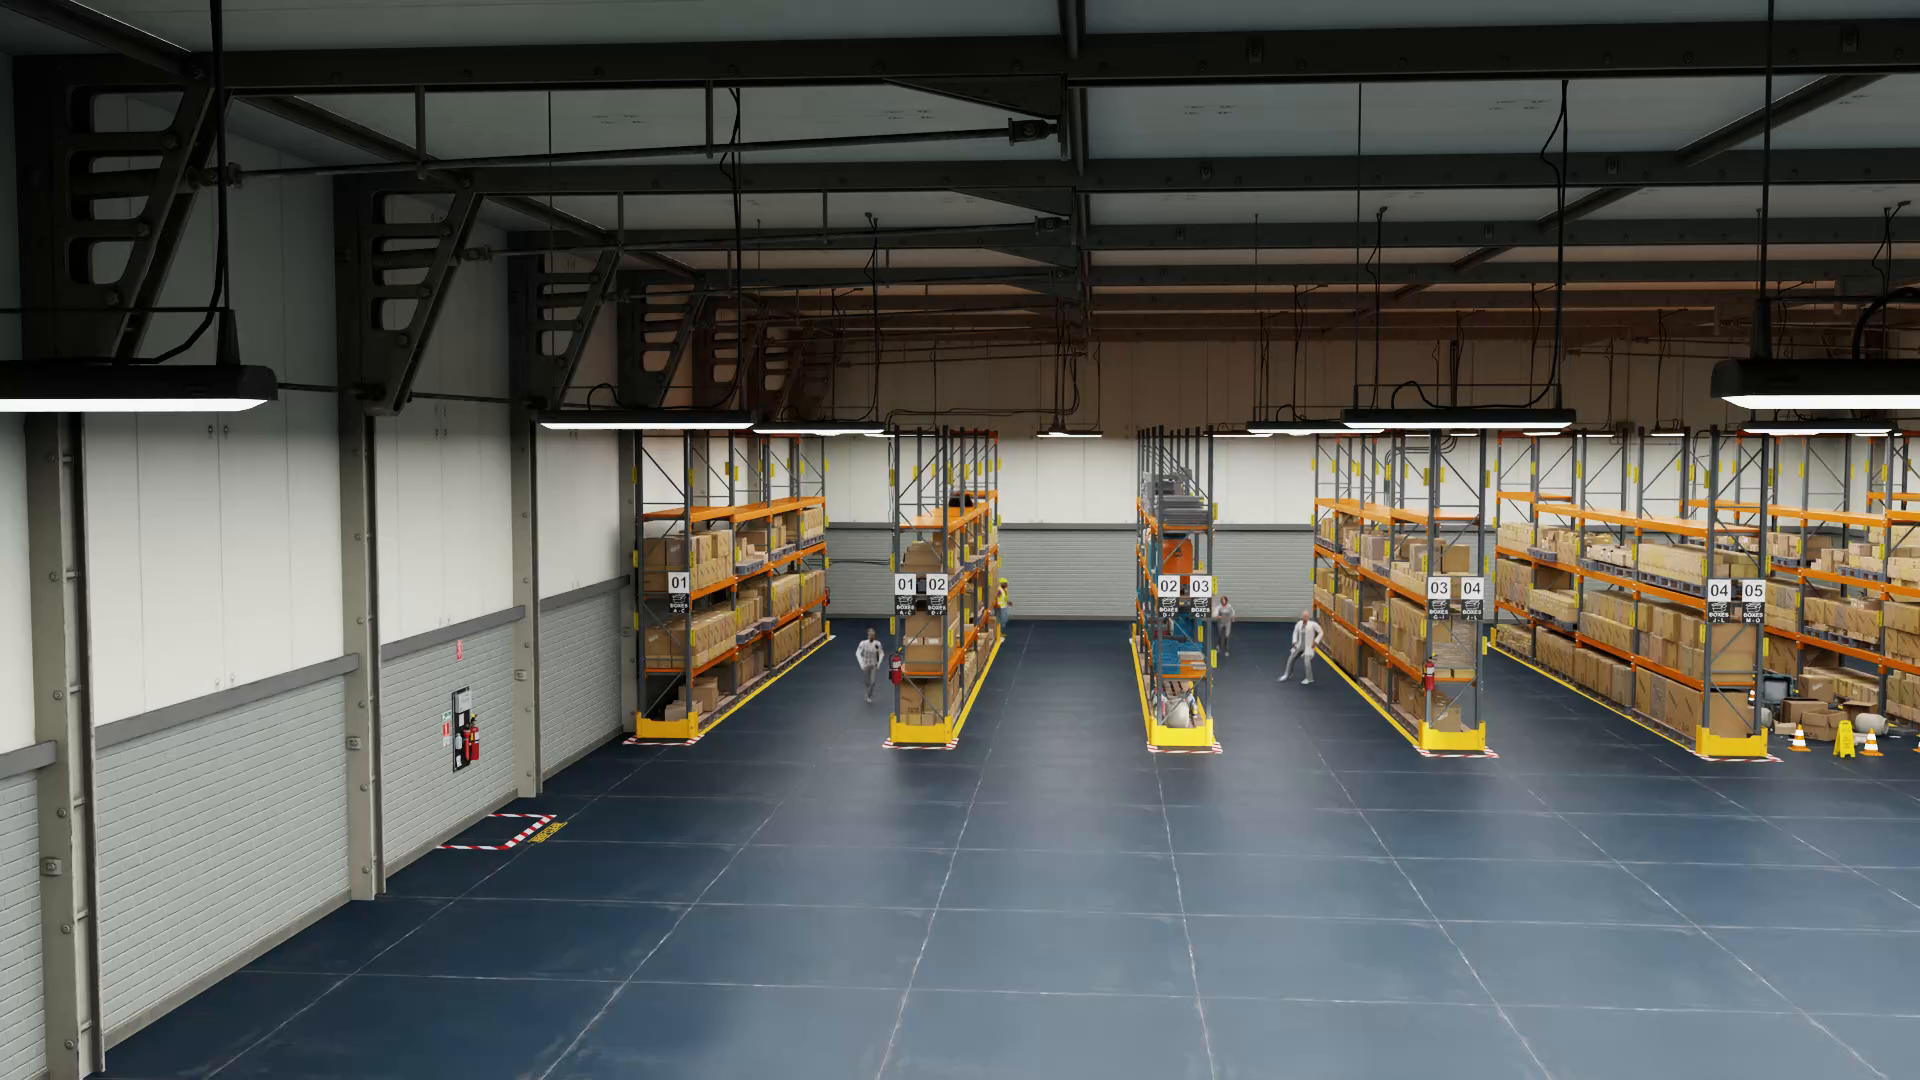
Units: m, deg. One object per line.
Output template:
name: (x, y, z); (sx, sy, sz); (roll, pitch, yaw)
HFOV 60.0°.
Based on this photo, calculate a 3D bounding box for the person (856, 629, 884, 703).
person: (-1.965, 2.729, 36.401); (0.617, 1.633, 0.521); (0, 3, -5)

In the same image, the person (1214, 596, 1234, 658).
person: (6.997, 2.276, 44.057); (0.556, 1.615, 0.879); (0, 3, 3)

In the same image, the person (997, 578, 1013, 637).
person: (1.173, 1.965, 48.392); (0.641, 1.715, 0.741); (2, 4, 25)

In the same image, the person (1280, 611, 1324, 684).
person: (8.059, 2.522, 39.263); (0.999, 1.711, 0.456); (3, 5, 41)
